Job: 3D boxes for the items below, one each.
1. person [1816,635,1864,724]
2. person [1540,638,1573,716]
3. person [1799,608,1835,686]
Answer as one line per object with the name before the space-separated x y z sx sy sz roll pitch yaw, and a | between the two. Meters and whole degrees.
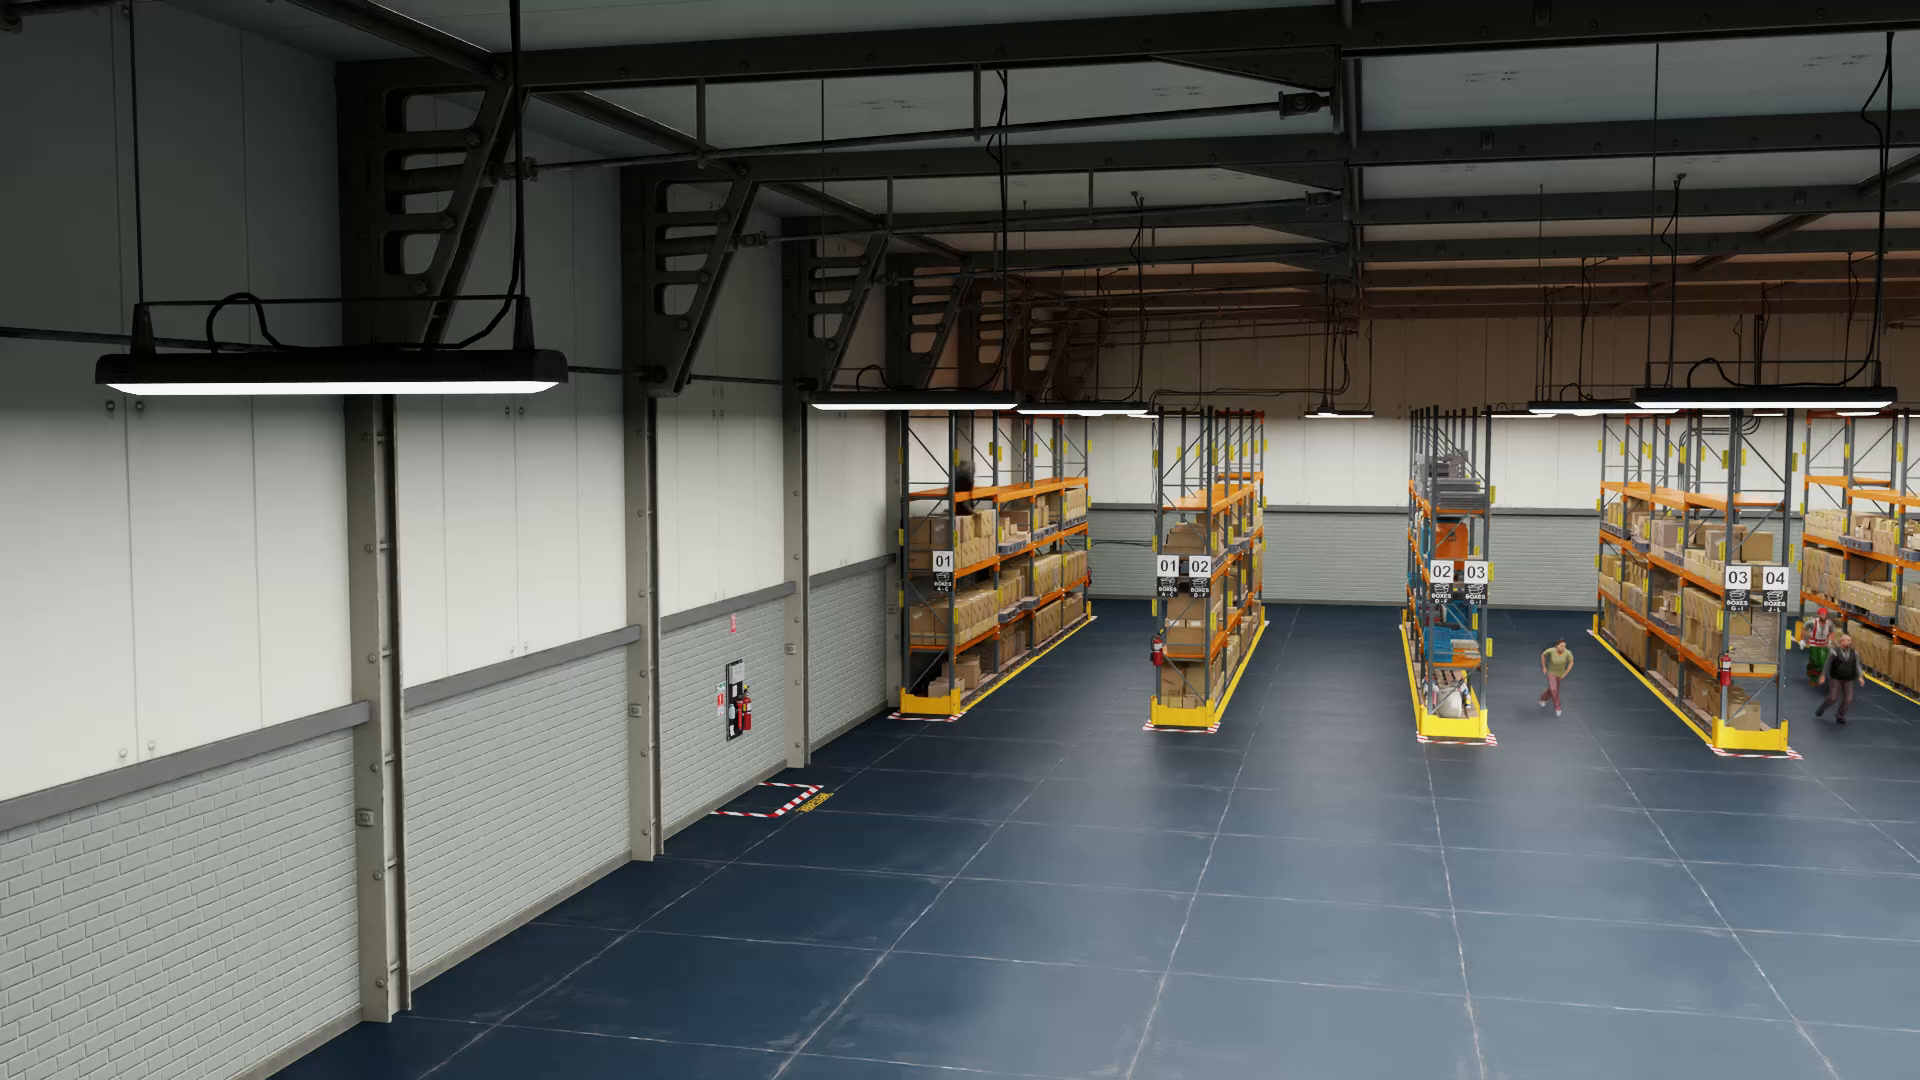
person | 16.642 2.619 31.453 0.695 1.683 0.661 1 4 8
person | 11.656 2.631 32.599 0.574 1.522 1.037 0 4 3
person | 18.533 2.294 35.946 0.649 1.712 0.707 0 4 0
